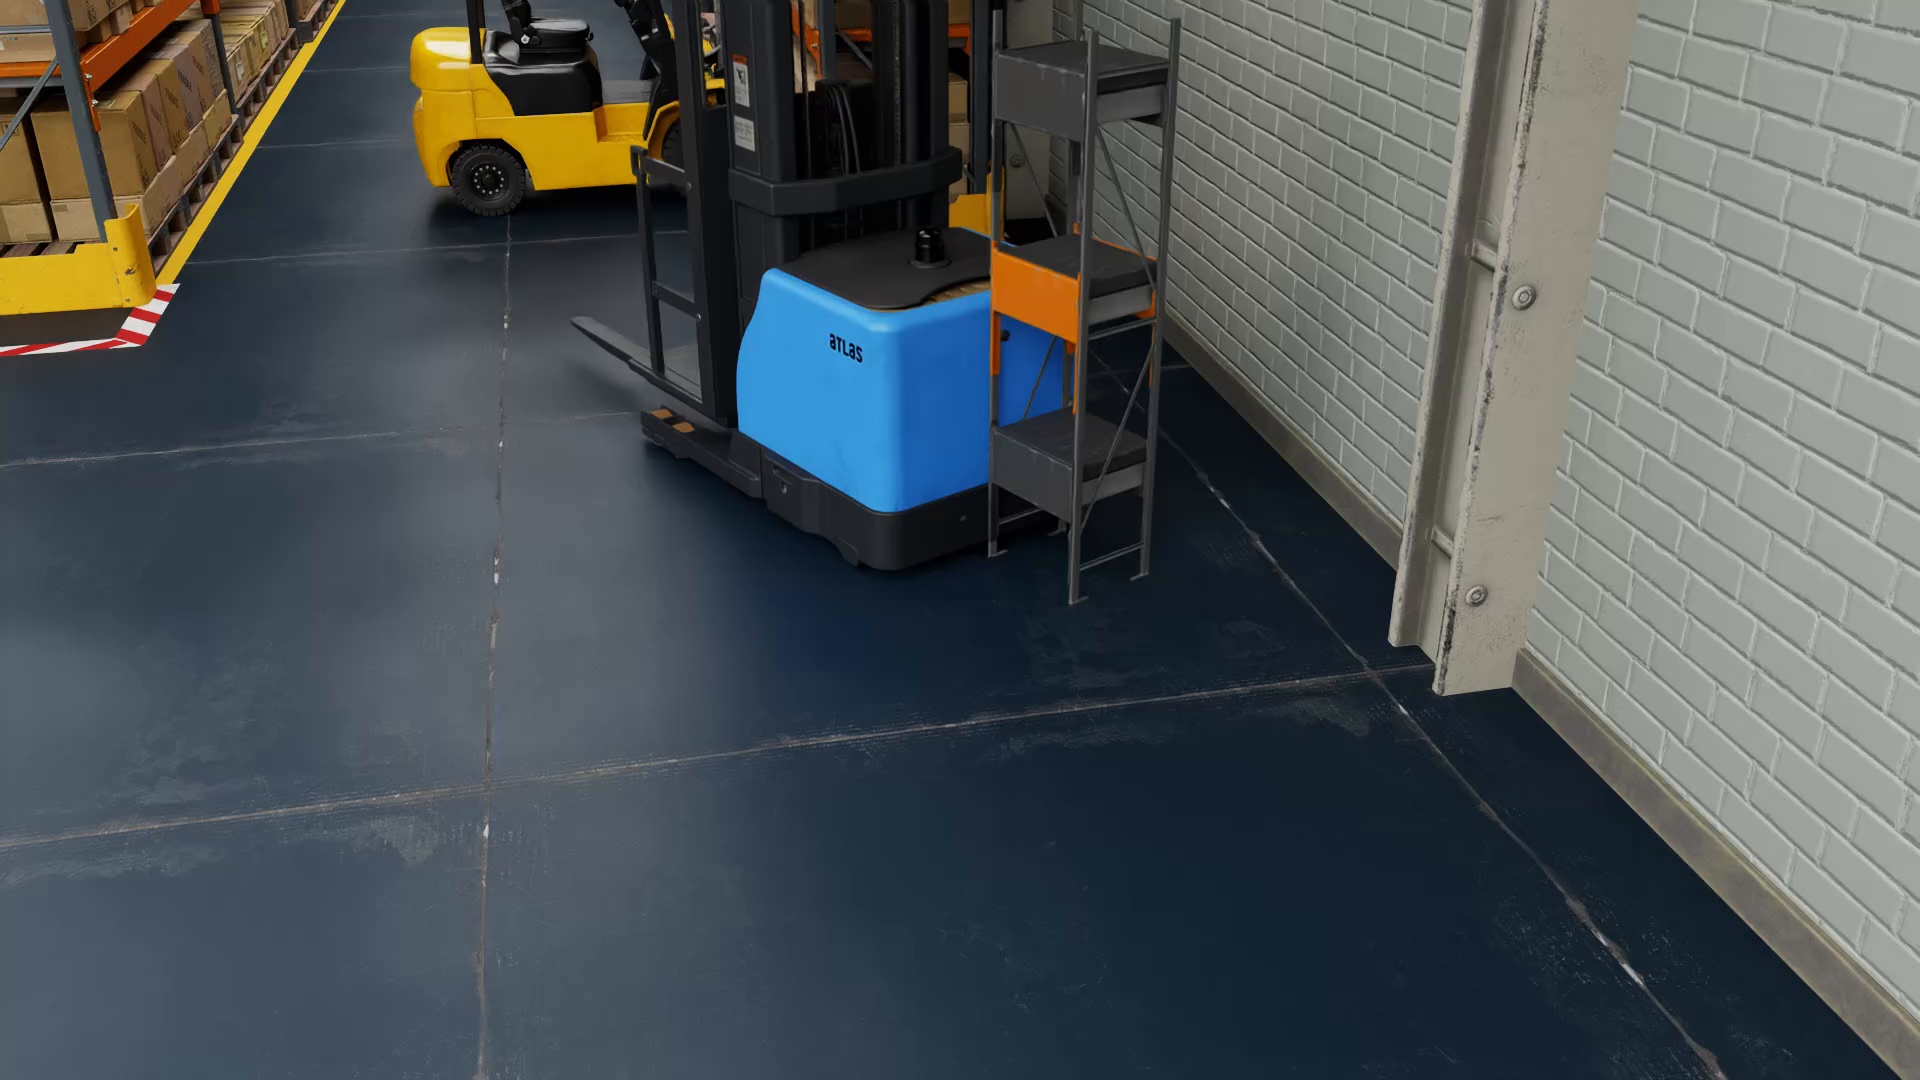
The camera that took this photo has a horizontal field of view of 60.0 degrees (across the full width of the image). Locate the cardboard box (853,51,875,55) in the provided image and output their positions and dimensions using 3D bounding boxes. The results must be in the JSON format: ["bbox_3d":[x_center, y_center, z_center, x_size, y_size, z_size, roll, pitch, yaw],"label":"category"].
[{"bbox_3d":[-0.471,-3.221,11.278,0.500,0.250,0.500,-6,27,-12],"label":"cardboard box"}]

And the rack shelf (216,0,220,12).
[{"bbox_3d":[-6.516,-4.952,14.030,1.077,0.370,4.000,-6,27,-12],"label":"rack shelf"}]

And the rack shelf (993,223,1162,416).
[{"bbox_3d":[0.439,-0.812,6.059,0.431,0.518,0.480,-19,33,-33],"label":"rack shelf"}]

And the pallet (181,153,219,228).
[{"bbox_3d":[-5.601,-2.322,11.116,1.003,0.211,1.213,-6,27,-12],"label":"pallet"}]

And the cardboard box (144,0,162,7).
[{"bbox_3d":[-5.342,-3.502,10.639,0.380,0.149,0.250,-6,27,-11],"label":"cardboard box"}]

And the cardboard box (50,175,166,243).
[{"bbox_3d":[-5.076,-1.981,9.931,0.500,0.250,0.500,-6,27,-12],"label":"cardboard box"}]

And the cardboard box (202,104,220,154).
[{"bbox_3d":[-5.540,-2.890,11.732,0.500,0.250,0.500,-7,28,-13],"label":"cardboard box"}]

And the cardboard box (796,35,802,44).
[{"bbox_3d":[-1.087,-3.389,11.611,0.500,0.250,0.500,-7,28,-13],"label":"cardboard box"}]

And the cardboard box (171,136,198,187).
[{"bbox_3d":[-5.319,-2.444,10.849,0.500,0.250,0.500,-4,27,-8],"label":"cardboard box"}]

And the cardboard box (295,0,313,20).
[{"bbox_3d":[-7.041,-5.701,16.609,0.875,0.875,0.875,-6,27,-12],"label":"cardboard box"}]

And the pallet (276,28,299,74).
[{"bbox_3d":[-6.792,-4.563,15.556,1.003,0.211,1.213,-6,27,-12],"label":"pallet"}]

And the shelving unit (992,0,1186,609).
[{"bbox_3d":[0.439,-0.824,6.053,0.431,2.100,0.503,-19,33,-33],"label":"shelving unit"}]

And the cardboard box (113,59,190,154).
[{"bbox_3d":[-5.309,-2.776,10.675,0.500,0.500,0.500,-5,27,-11],"label":"cardboard box"}]

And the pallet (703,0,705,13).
[{"bbox_3d":[-2.263,-5.743,17.895,1.003,0.211,1.213,-6,27,-12],"label":"pallet"}]

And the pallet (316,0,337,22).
[{"bbox_3d":[-7.342,-5.794,17.996,1.003,0.211,1.213,-6,27,-12],"label":"pallet"}]

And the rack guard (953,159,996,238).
[{"bbox_3d":[-0.323,-2.018,10.193,1.175,0.500,0.348,-6,27,-12],"label":"rack guard"}]

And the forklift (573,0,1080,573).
[{"bbox_3d":[-0.785,-1.783,7.029,1.130,2.935,3.031,-19,33,-33],"label":"forklift"}]

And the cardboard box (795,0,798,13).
[{"bbox_3d":[-0.803,-3.607,10.457,0.500,0.500,0.500,-5,27,-10],"label":"cardboard box"}]

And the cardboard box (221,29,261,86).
[{"bbox_3d":[-6.351,-3.955,13.706,0.950,0.372,0.625,-4,27,-8],"label":"cardboard box"}]

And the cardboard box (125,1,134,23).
[{"bbox_3d":[-5.193,-3.157,9.955,0.380,0.149,0.250,-5,27,-10],"label":"cardboard box"}]

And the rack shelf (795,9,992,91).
[{"bbox_3d":[-0.779,-3.701,11.553,1.077,0.370,4.000,-6,27,-12],"label":"rack shelf"}]

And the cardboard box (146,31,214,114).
[{"bbox_3d":[-5.554,-3.234,11.582,0.500,0.500,0.500,-5,27,-11],"label":"cardboard box"}]

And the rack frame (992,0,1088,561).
[{"bbox_3d":[0.289,-0.911,6.225,0.400,2.100,0.015,-19,33,-33],"label":"rack frame"}]

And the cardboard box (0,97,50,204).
[{"bbox_3d":[-5.598,-2.259,9.650,0.500,0.500,0.500,-6,27,-11],"label":"cardboard box"}]

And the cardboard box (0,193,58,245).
[{"bbox_3d":[-5.613,-1.937,9.844,0.500,0.250,0.500,-6,27,-12],"label":"cardboard box"}]

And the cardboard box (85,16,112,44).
[{"bbox_3d":[-5.090,-2.931,9.507,0.380,0.149,0.250,-7,28,-13],"label":"cardboard box"}]

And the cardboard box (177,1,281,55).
[{"bbox_3d":[-6.675,-4.593,14.971,0.950,0.372,0.625,-6,27,-13],"label":"cardboard box"}]

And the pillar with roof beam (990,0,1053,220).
[{"bbox_3d":[-3.802,-5.783,8.220,9.100,9.000,0.400,-6,27,-12],"label":"pillar with roof beam"}]

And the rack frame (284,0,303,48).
[{"bbox_3d":[-6.967,-6.151,15.607,1.000,3.000,0.127,-6,27,-12],"label":"rack frame"}]

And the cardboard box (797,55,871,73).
[{"bbox_3d":[-0.857,-2.945,10.731,0.500,0.250,0.500,-5,27,-11],"label":"cardboard box"}]

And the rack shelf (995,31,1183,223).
[{"bbox_3d":[0.439,-1.437,5.743,0.431,0.518,0.480,-19,33,-33],"label":"rack shelf"}]

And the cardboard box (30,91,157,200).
[{"bbox_3d":[-5.082,-2.326,9.783,0.500,0.500,0.500,-7,28,-13],"label":"cardboard box"}]

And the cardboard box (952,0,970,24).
[{"bbox_3d":[-0.170,-3.435,10.115,0.500,0.500,0.500,-5,27,-10],"label":"cardboard box"}]

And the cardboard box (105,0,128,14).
[{"bbox_3d":[-5.120,-3.279,9.477,0.500,0.500,0.500,-5,27,-10],"label":"cardboard box"}]

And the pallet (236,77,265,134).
[{"bbox_3d":[-6.242,-3.492,13.433,1.003,0.211,1.213,-6,27,-12],"label":"pallet"}]

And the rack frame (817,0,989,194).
[{"bbox_3d":[-0.328,-3.145,9.651,1.000,3.000,0.127,-6,27,-12],"label":"rack frame"}]

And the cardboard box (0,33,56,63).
[{"bbox_3d":[-5.039,-2.697,9.043,0.380,0.149,0.250,-6,27,-11],"label":"cardboard box"}]

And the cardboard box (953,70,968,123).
[{"bbox_3d":[-0.252,-2.781,10.407,0.500,0.250,0.500,-6,27,-12],"label":"cardboard box"}]

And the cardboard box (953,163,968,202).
[{"bbox_3d":[-0.249,-2.340,10.643,0.500,0.250,0.500,-6,27,-11],"label":"cardboard box"}]
